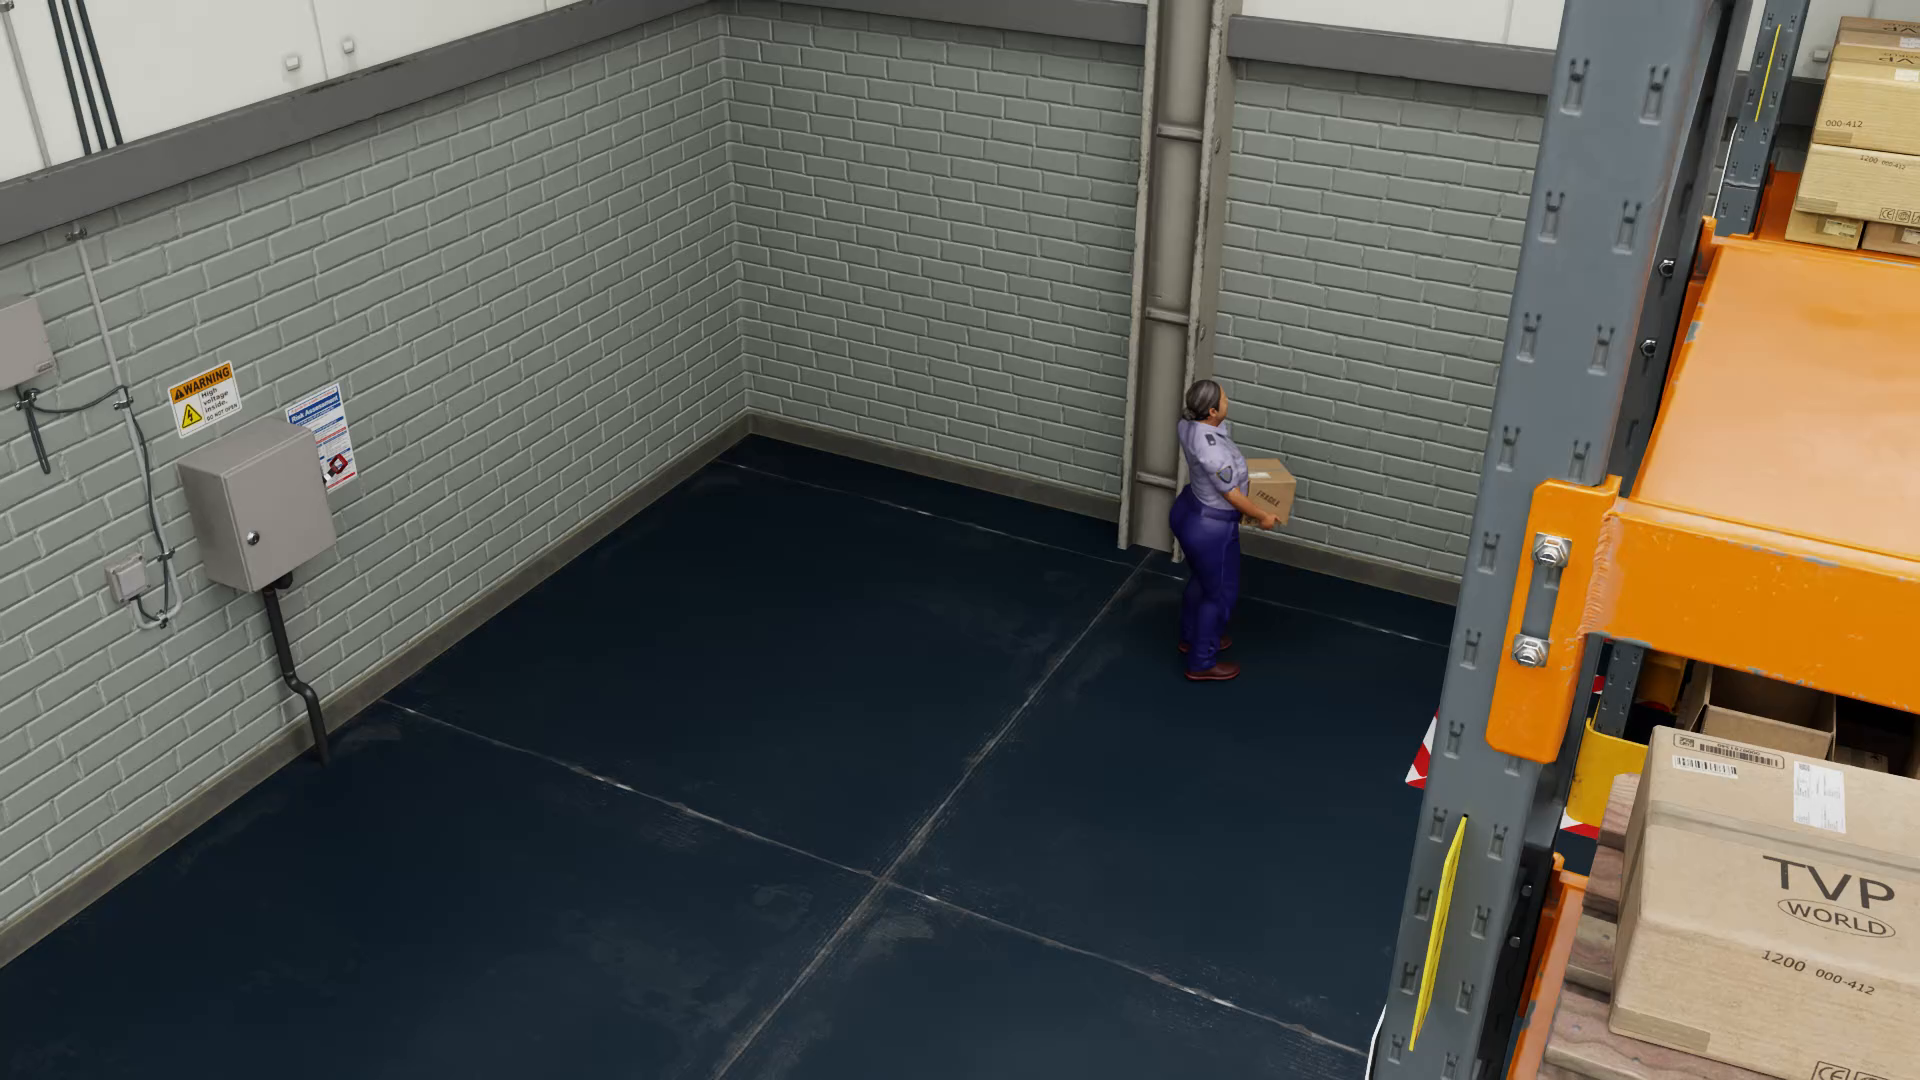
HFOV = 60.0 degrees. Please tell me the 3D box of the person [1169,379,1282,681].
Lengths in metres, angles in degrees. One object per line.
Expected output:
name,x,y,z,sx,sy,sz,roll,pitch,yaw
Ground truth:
person,1.329,-0.073,8.435,0.517,1.634,0.452,-7,31,-11
